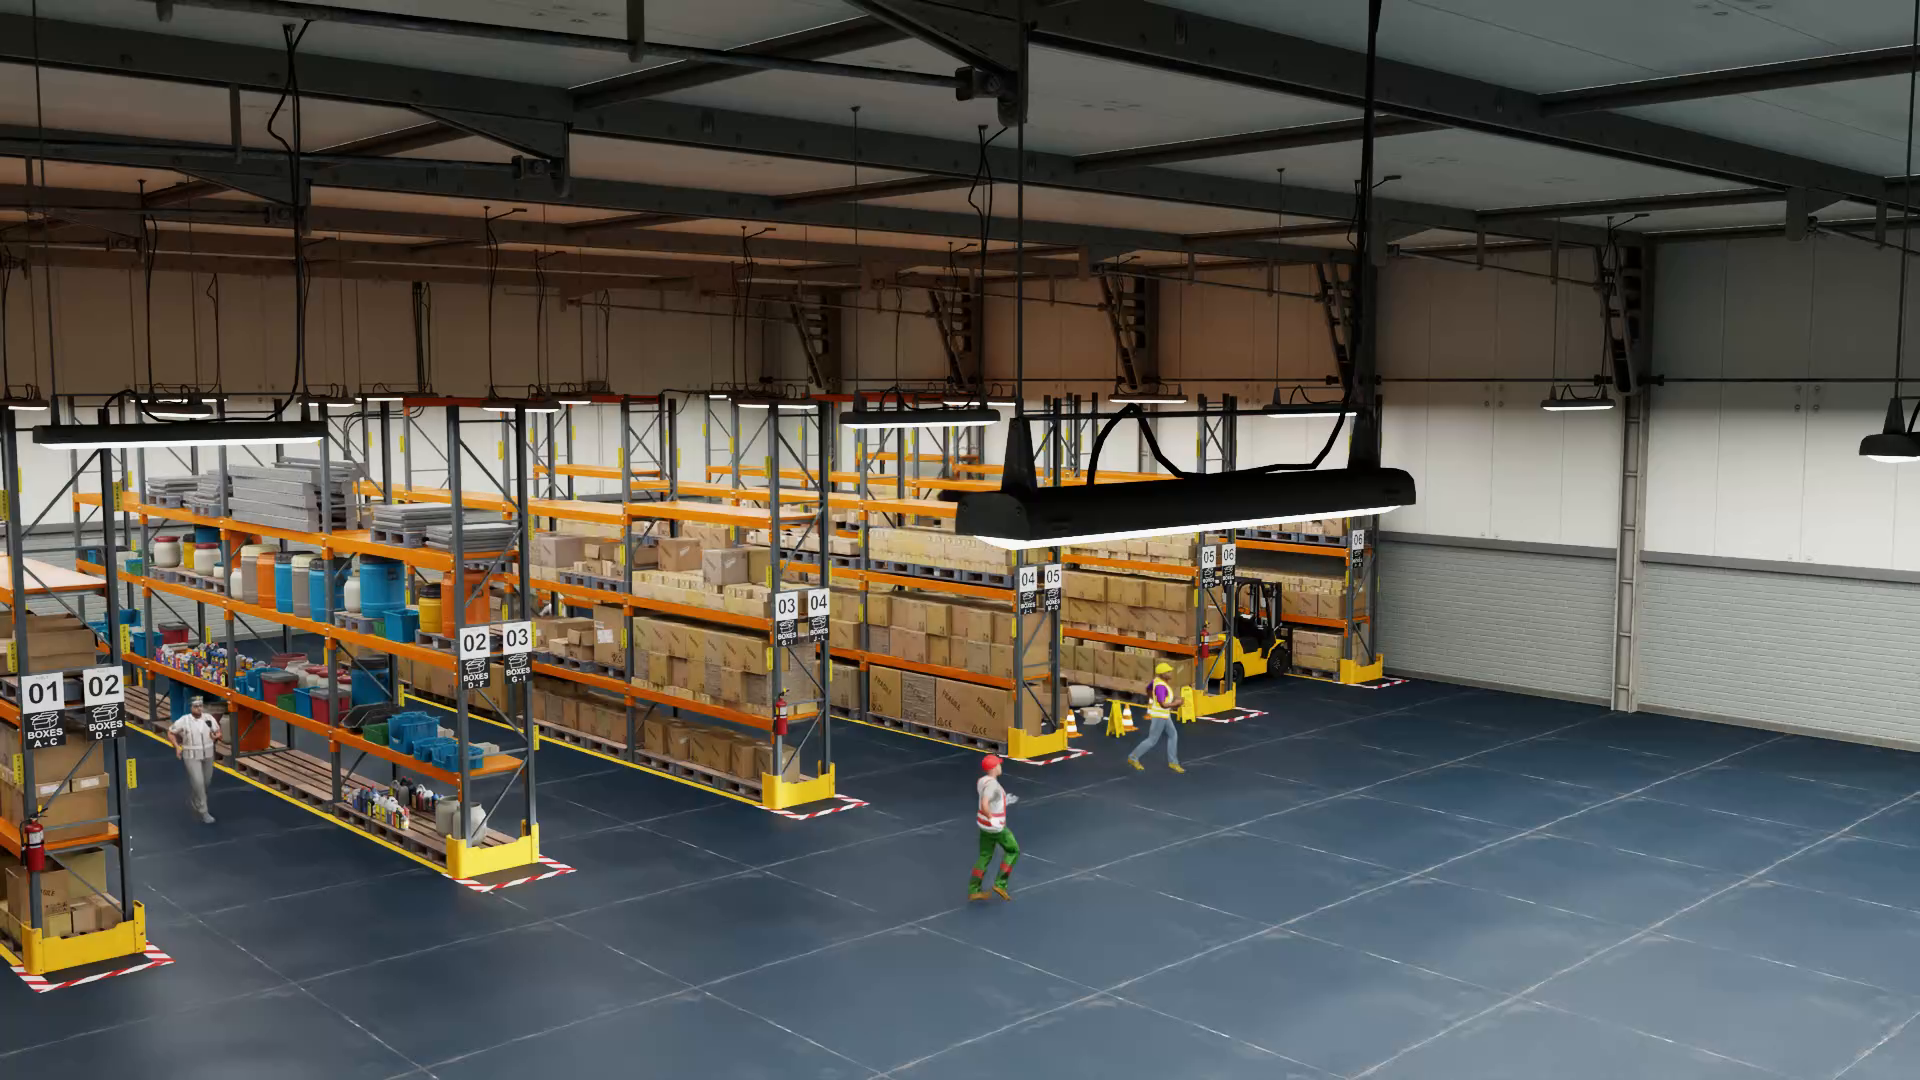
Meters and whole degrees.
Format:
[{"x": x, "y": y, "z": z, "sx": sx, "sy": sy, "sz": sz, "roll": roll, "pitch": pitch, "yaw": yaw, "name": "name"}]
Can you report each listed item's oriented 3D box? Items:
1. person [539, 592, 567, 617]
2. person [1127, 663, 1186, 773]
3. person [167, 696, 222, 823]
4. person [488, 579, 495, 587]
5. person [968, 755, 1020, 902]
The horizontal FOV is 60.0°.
[{"x": -8.928, "y": 1.981, "z": 36.462, "sx": 0.807, "sy": 1.712, "sz": 0.654, "roll": 4, "pitch": 7, "yaw": 38, "name": "person"}, {"x": 3.169, "y": 2.796, "z": 26.732, "sx": 0.934, "sy": 1.661, "sz": 0.710, "roll": 1, "pitch": 6, "yaw": 10, "name": "person"}, {"x": -10.962, "y": 3.112, "z": 23.939, "sx": 0.985, "sy": 1.774, "sz": 0.660, "roll": 5, "pitch": 7, "yaw": 40, "name": "person"}, {"x": -11.030, "y": 1.728, "z": 38.732, "sx": 0.702, "sy": 1.685, "sz": 0.942, "roll": 1, "pitch": 6, "yaw": 10, "name": "person"}, {"x": 0.431, "y": 3.482, "z": 20.145, "sx": 0.670, "sy": 1.785, "sz": 0.650, "roll": -3, "pitch": 6, "yaw": -26, "name": "person"}]
